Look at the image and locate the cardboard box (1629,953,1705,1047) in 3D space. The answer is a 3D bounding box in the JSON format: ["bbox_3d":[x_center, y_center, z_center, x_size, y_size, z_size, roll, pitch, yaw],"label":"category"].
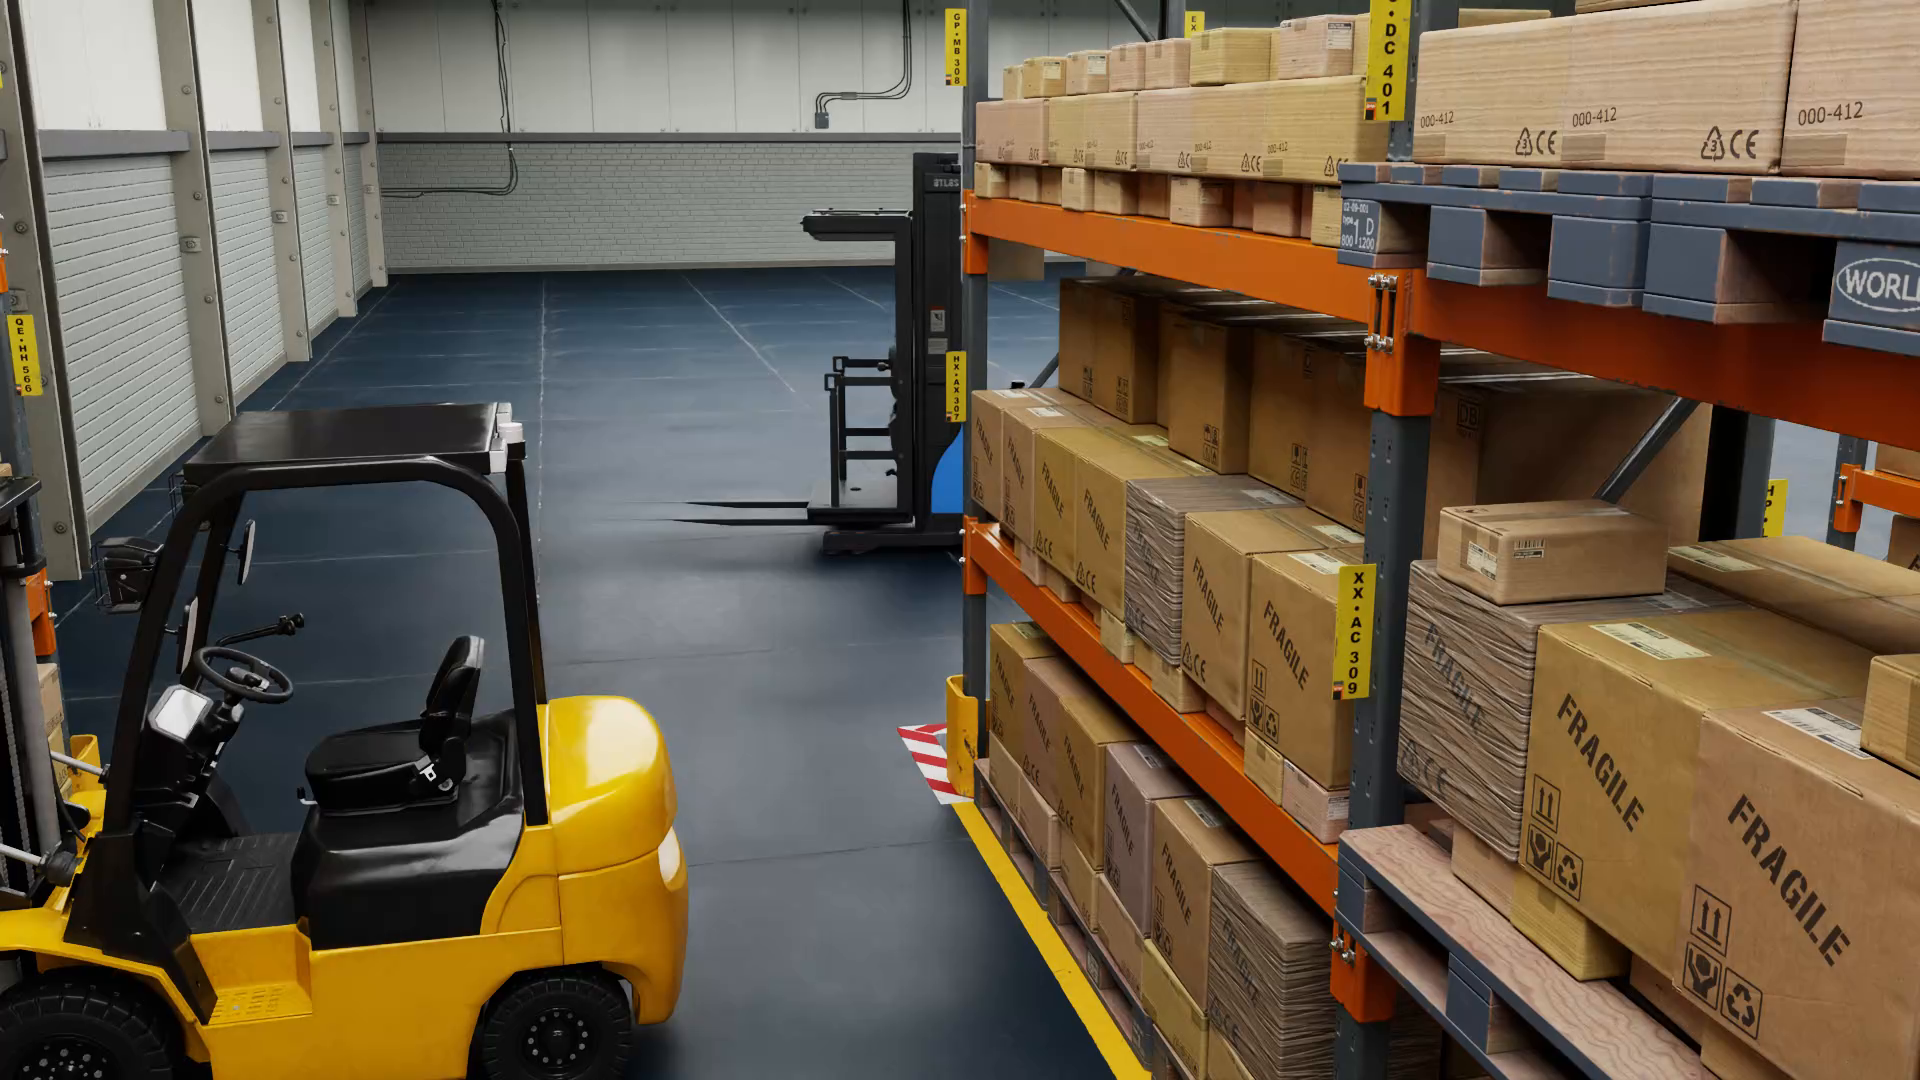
[{"bbox_3d":[1.466,0.787,3.029,0.380,0.149,0.250,-2,14,-10],"label":"cardboard box"}]

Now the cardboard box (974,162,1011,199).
[{"bbox_3d":[0.275,-1.558,7.194,0.380,0.149,0.250,-3,14,-13],"label":"cardboard box"}]

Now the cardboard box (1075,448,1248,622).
[{"bbox_3d":[0.727,-0.033,5.903,0.500,0.500,0.500,-4,14,-14],"label":"cardboard box"}]

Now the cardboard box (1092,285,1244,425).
[{"bbox_3d":[0.957,-0.774,6.830,0.700,0.500,0.500,-3,14,-13],"label":"cardboard box"}]

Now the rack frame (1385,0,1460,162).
[{"bbox_3d":[1.452,-2.309,3.419,1.000,3.000,0.127,-3,14,-13],"label":"rack frame"}]

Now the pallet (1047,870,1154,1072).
[{"bbox_3d":[0.970,1.525,6.242,1.003,0.211,1.213,-3,14,-13],"label":"pallet"}]

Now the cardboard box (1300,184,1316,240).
[{"bbox_3d":[1.108,-0.849,4.291,0.380,0.149,0.250,-3,14,-13],"label":"cardboard box"}]

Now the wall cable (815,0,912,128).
[{"bbox_3d":[-2.244,-12.595,38.355,2.305,6.003,0.169,-3,14,-13],"label":"wall cable"}]

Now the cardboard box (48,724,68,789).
[{"bbox_3d":[-3.893,0.943,6.601,0.500,0.250,0.500,-3,14,-14],"label":"cardboard box"}]

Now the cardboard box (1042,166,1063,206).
[{"bbox_3d":[0.535,-1.384,6.481,0.380,0.149,0.250,-3,14,-14],"label":"cardboard box"}]

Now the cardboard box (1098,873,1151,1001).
[{"bbox_3d":[0.802,1.375,5.886,0.500,0.250,0.500,-3,14,-12],"label":"cardboard box"}]

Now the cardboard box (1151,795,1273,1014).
[{"bbox_3d":[0.931,1.134,5.296,0.500,0.500,0.500,-3,14,-12],"label":"cardboard box"}]

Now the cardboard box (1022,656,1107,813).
[{"bbox_3d":[0.567,0.777,6.756,0.500,0.500,0.500,-4,14,-15],"label":"cardboard box"}]

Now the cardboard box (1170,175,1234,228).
[{"bbox_3d":[0.854,-1.024,5.008,0.380,0.149,0.250,-3,14,-12],"label":"cardboard box"}]

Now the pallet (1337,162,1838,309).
[{"bbox_3d":[1.494,-0.613,3.190,1.213,0.211,1.003,-3,14,-13],"label":"pallet"}]

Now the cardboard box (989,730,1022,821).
[{"bbox_3d":[0.433,1.015,7.360,0.500,0.250,0.500,-3,14,-14],"label":"cardboard box"}]

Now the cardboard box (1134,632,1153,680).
[{"bbox_3d":[0.808,0.375,5.602,0.380,0.149,0.250,-4,14,-14],"label":"cardboard box"}]

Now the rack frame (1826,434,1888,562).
[{"bbox_3d":[5.301,-0.617,9.133,1.000,3.000,0.127,-3,14,-13],"label":"rack frame"}]

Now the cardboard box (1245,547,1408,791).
[{"bbox_3d":[1.106,0.323,4.447,0.500,0.500,0.500,-4,14,-15],"label":"cardboard box"}]

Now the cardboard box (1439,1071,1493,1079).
[{"bbox_3d":[1.576,1.585,5.026,0.500,0.250,0.500,-4,14,-16],"label":"cardboard box"}]

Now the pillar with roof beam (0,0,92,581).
[{"bbox_3d":[-2.248,-4.368,11.845,9.100,9.000,0.400,-3,14,-13],"label":"pillar with roof beam"}]

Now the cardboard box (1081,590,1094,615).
[{"bbox_3d":[0.677,0.194,6.343,0.380,0.149,0.250,-3,14,-11],"label":"cardboard box"}]

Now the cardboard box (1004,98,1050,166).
[{"bbox_3d":[0.481,-1.599,6.521,0.500,0.250,0.500,-3,14,-14],"label":"cardboard box"}]

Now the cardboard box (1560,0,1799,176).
[{"bbox_3d":[1.320,-0.709,2.621,0.500,0.250,0.500,-3,14,-14],"label":"cardboard box"}]

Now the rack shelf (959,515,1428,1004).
[{"bbox_3d":[0.983,0.493,6.105,1.077,0.370,4.000,-3,14,-13],"label":"rack shelf"}]

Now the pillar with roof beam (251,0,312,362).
[{"bbox_3d":[-5.066,-7.136,23.176,9.100,9.000,0.400,-3,14,-13],"label":"pillar with roof beam"}]

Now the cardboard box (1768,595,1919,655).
[{"bbox_3d":[1.902,0.416,3.182,0.500,0.500,0.500,-3,14,-13],"label":"cardboard box"}]

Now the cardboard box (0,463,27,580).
[{"bbox_3d":[-3.940,0.010,6.355,0.500,0.500,0.500,-4,14,-14],"label":"cardboard box"}]

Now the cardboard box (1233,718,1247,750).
[{"bbox_3d":[1.030,0.548,4.893,0.380,0.149,0.250,-3,14,-13],"label":"cardboard box"}]

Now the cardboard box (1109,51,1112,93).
[{"bbox_3d":[0.725,-1.594,5.661,0.380,0.149,0.250,-3,14,-12],"label":"cardboard box"}]

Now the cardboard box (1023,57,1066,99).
[{"bbox_3d":[0.458,-1.767,6.366,0.380,0.149,0.250,-3,14,-13],"label":"cardboard box"}]

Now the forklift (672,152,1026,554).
[{"bbox_3d":[-0.672,-1.443,12.659,3.031,2.935,1.130,0,14,-1],"label":"forklift"}]

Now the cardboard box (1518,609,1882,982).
[{"bbox_3d":[1.402,0.447,3.053,0.500,0.500,0.500,-3,14,-13],"label":"cardboard box"}]

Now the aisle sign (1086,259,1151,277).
[{"bbox_3d":[0.780,-1.611,7.724,0.394,0.787,0.004,-3,14,-13],"label":"aisle sign"}]

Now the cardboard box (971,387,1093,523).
[{"bbox_3d":[0.355,-0.386,7.350,0.500,0.500,0.500,-4,14,-14],"label":"cardboard box"}]

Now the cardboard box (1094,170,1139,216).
[{"bbox_3d":[0.684,-1.202,5.736,0.380,0.149,0.250,-4,14,-15],"label":"cardboard box"}]

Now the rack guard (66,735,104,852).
[{"bbox_3d":[-4.317,1.168,7.091,1.175,0.500,0.348,-3,14,-13],"label":"rack guard"}]

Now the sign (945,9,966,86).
[{"bbox_3d":[-0.015,-2.169,7.324,0.100,0.325,0.005,-3,14,-13],"label":"sign"}]

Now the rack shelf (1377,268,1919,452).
[{"bbox_3d":[1.922,-0.041,1.972,1.077,0.370,4.000,-3,14,-13],"label":"rack shelf"}]

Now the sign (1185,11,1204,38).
[{"bbox_3d":[1.057,-2.231,7.555,0.100,0.325,0.005,-3,14,-13],"label":"sign"}]

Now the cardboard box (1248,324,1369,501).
[{"bbox_3d":[1.369,-0.424,5.398,0.700,0.500,0.500,-4,14,-14],"label":"cardboard box"}]

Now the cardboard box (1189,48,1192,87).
[{"bbox_3d":[0.906,-1.418,4.940,0.380,0.149,0.250,-4,14,-14],"label":"cardboard box"}]

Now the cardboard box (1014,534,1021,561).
[{"bbox_3d":[0.448,0.017,7.066,0.380,0.149,0.250,-4,14,-15],"label":"cardboard box"}]

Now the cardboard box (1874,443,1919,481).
[{"bbox_3d":[5.432,-0.607,8.775,0.875,0.550,0.550,-3,14,-13],"label":"cardboard box"}]

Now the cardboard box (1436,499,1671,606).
[{"bbox_3d":[1.219,0.021,3.432,0.380,0.149,0.250,-3,14,-13],"label":"cardboard box"}]

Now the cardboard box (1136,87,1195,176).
[{"bbox_3d":[0.862,-1.246,5.074,0.500,0.250,0.500,-4,14,-14],"label":"cardboard box"}]

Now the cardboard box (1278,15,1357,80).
[{"bbox_3d":[1.030,-1.234,4.188,0.380,0.149,0.250,-4,14,-15],"label":"cardboard box"}]
